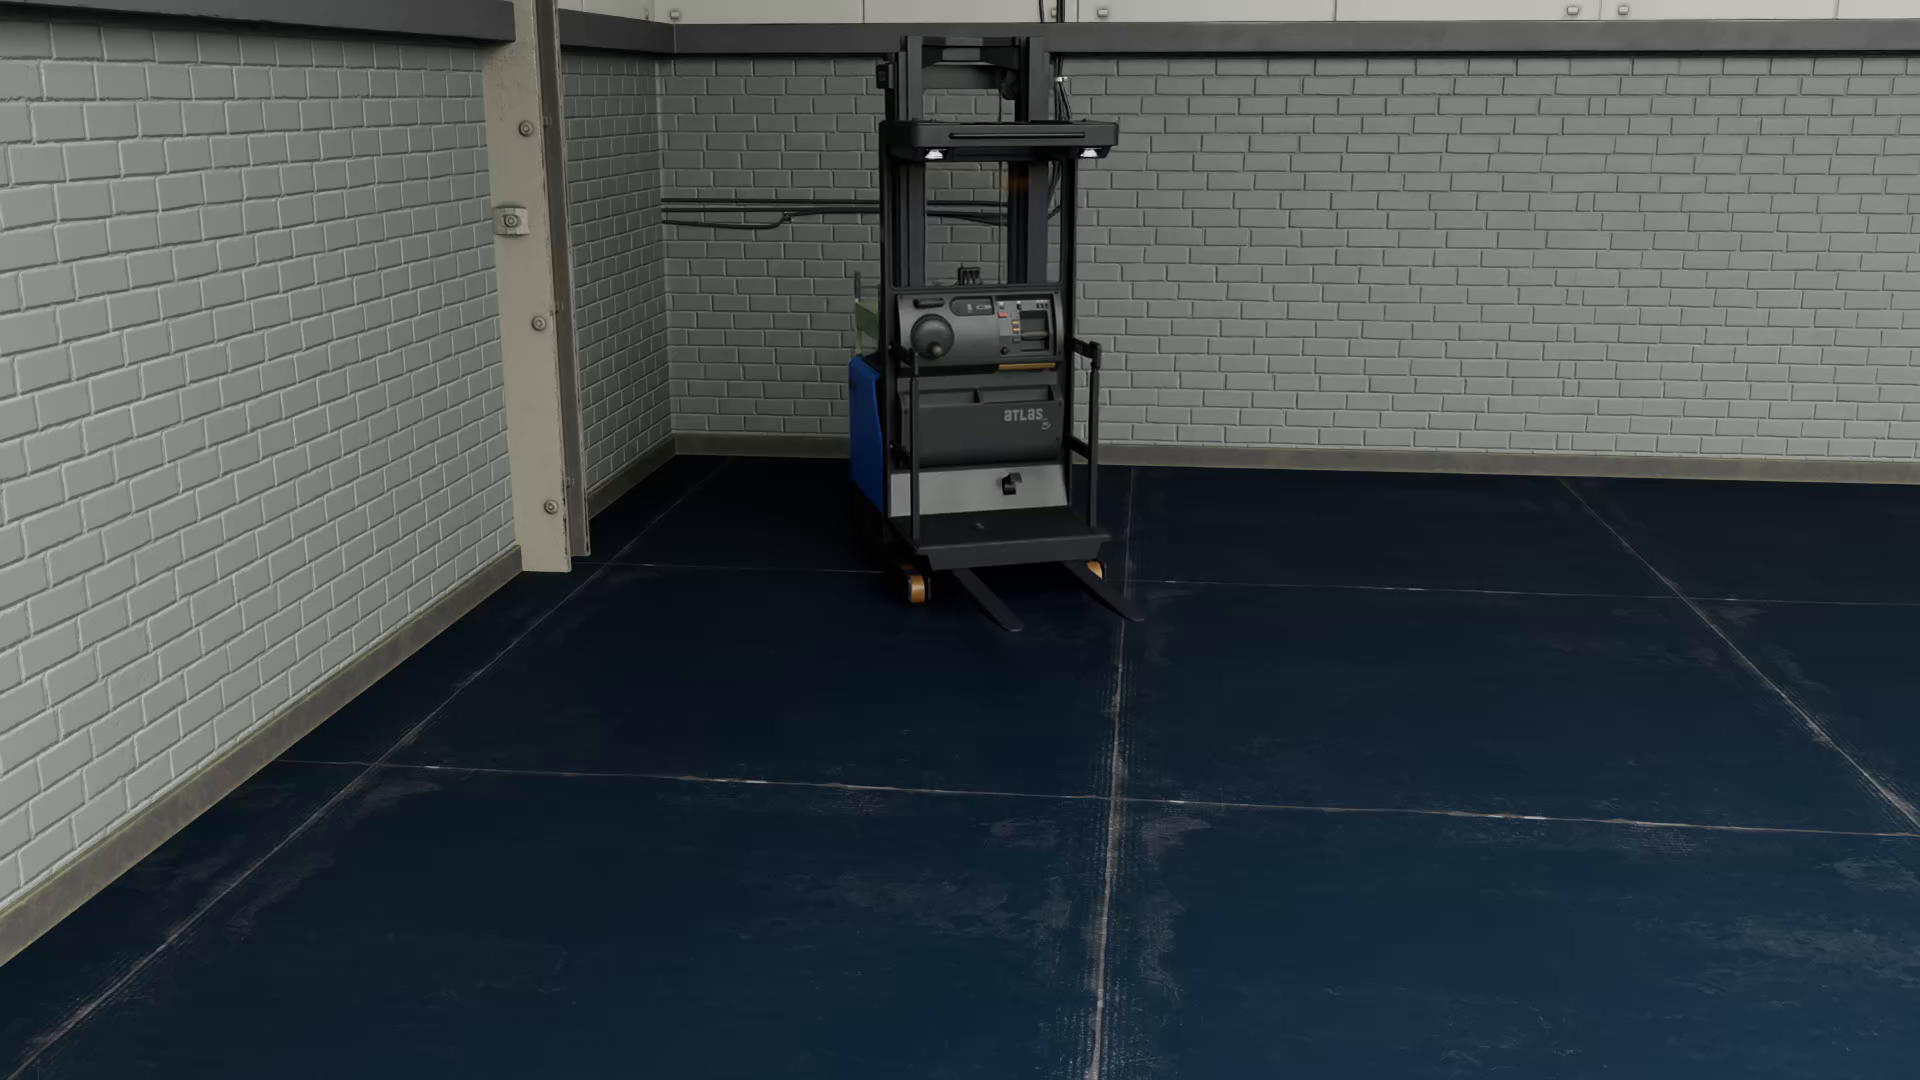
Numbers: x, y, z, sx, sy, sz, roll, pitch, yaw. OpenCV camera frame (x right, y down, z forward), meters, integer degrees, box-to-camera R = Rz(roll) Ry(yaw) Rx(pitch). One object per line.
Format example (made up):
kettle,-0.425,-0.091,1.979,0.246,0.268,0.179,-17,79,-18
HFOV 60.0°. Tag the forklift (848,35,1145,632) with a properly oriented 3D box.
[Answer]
forklift,0.171,-1.180,8.911,1.130,2.935,3.031,-4,16,-14

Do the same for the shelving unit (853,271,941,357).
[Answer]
shelving unit,-0.407,-0.966,10.860,0.431,1.500,0.755,-4,16,-14

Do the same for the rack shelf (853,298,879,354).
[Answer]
rack shelf,-0.407,-1.342,10.758,0.431,0.370,0.720,-4,16,-14

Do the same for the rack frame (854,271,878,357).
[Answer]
rack frame,-0.500,-1.058,11.202,0.400,1.500,0.023,-4,16,-14

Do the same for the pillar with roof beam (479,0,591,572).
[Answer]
pillar with roof beam,1.914,-4.089,8.046,9.100,9.000,0.400,2,15,6

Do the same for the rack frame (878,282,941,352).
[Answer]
rack frame,-0.313,-0.873,10.518,0.400,1.500,0.023,-4,16,-14

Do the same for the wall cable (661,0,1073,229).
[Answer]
wall cable,-0.717,-3.442,11.601,3.097,2.526,0.112,2,15,6
